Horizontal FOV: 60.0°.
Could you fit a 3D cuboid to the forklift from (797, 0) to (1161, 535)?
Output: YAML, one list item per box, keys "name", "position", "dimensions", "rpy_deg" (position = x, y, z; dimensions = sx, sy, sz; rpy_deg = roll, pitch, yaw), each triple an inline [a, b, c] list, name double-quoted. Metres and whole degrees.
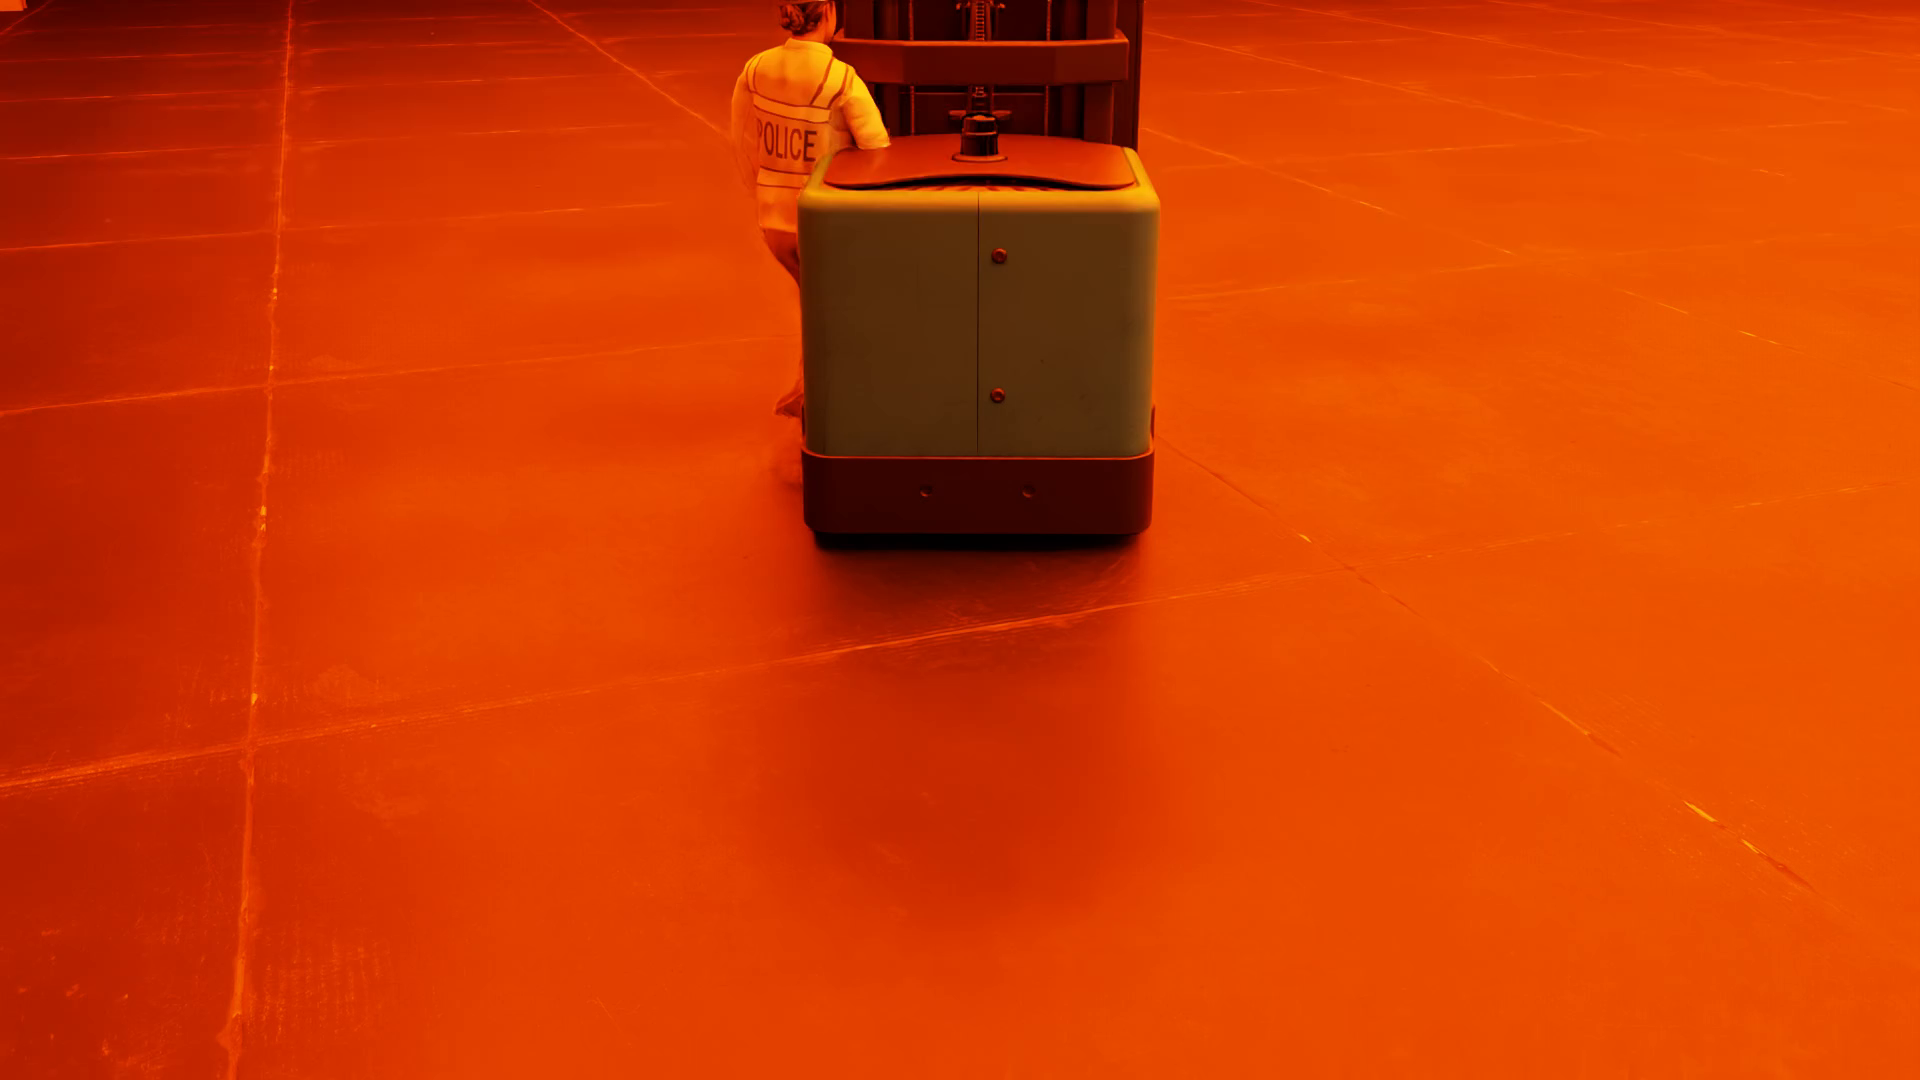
- name: "forklift"
  position: [0.070, -1.889, 5.790]
  dimensions: [1.130, 2.935, 3.031]
  rpy_deg: [0, 23, 1]

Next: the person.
- name: "person"
  position: [-0.363, -1.135, 5.471]
  dimensions: [0.688, 1.476, 0.658]
  rpy_deg: [15, 27, 32]
